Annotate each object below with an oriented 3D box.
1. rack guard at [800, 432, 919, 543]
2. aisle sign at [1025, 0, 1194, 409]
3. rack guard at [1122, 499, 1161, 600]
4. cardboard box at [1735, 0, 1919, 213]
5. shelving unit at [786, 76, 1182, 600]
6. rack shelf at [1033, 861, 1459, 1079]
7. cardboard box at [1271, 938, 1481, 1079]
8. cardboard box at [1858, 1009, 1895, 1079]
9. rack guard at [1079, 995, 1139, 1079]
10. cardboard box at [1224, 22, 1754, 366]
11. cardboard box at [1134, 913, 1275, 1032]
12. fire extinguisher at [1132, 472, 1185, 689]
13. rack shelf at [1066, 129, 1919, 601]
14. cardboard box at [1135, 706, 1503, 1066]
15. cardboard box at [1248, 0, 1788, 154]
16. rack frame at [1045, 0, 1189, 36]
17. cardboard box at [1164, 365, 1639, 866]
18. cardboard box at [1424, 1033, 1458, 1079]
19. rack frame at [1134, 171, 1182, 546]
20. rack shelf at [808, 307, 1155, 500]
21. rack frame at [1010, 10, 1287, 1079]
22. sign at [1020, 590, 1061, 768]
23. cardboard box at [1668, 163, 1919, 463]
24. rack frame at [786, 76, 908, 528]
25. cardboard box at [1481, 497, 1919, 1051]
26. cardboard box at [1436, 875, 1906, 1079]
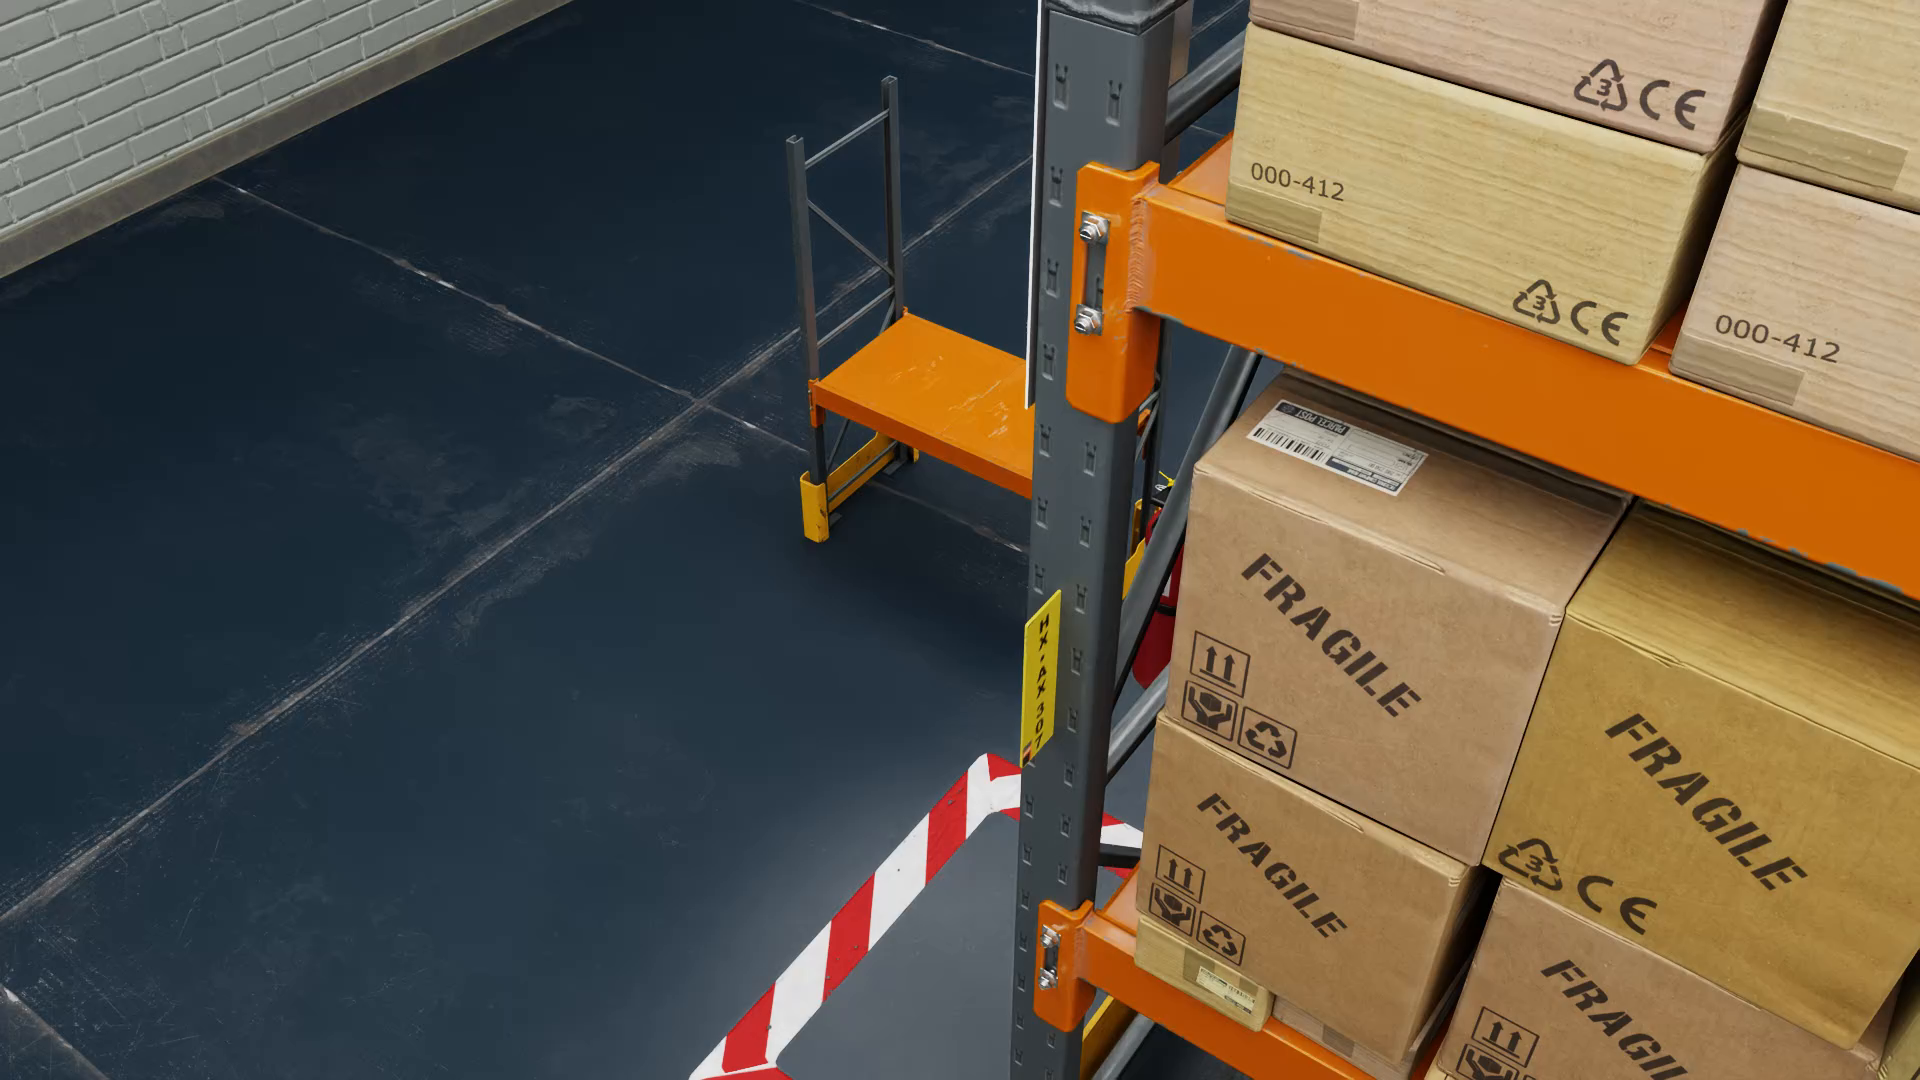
[{"bbox_3d":[-0.345,-0.255,5.847,0.087,0.250,0.587,25,48,25],"label":"rack guard"},{"bbox_3d":[0.206,-0.586,2.206,0.004,0.787,0.394,25,48,25],"label":"aisle sign"},{"bbox_3d":[0.470,0.127,5.421,0.087,0.250,0.587,25,48,25],"label":"rack guard"},{"bbox_3d":[1.077,-0.492,1.538,0.500,0.250,0.500,24,47,25],"label":"cardboard box"},{"bbox_3d":[0.062,-0.530,5.217,1.083,1.500,0.587,25,48,25],"label":"shelving unit"},{"bbox_3d":[2.076,1.281,2.609,4.000,0.370,1.077,25,48,25],"label":"rack shelf"},{"bbox_3d":[0.748,0.719,2.886,0.250,0.149,0.380,27,48,27],"label":"cardboard box"},{"bbox_3d":[1.494,0.807,2.300,0.500,0.500,0.500,26,48,26],"label":"cardboard box"},{"bbox_3d":[0.501,1.208,4.025,0.348,0.500,1.175,25,48,25],"label":"rack guard"},{"bbox_3d":[0.659,-0.503,1.926,0.500,0.250,0.500,27,48,27],"label":"cardboard box"},{"bbox_3d":[0.515,0.644,2.970,0.250,0.149,0.380,25,47,25],"label":"cardboard box"},{"bbox_3d":[0.497,0.066,3.764,0.183,0.674,0.296,25,48,25],"label":"fire extinguisher"},{"bbox_3d":[2.076,0.163,1.608,4.000,0.370,1.077,25,48,25],"label":"rack shelf"},{"bbox_3d":[0.647,0.422,2.731,0.500,0.500,0.500,27,49,27],"label":"cardboard box"},{"bbox_3d":[0.657,-0.687,1.757,0.500,0.250,0.500,26,48,26],"label":"cardboard box"},{"bbox_3d":[0.438,-1.989,1.224,0.127,3.000,1.000,25,48,25],"label":"rack frame"},{"bbox_3d":[0.654,0.043,2.404,0.500,0.500,0.500,25,47,25],"label":"cardboard box"},{"bbox_3d":[0.937,0.851,2.738,0.250,0.149,0.380,24,47,24],"label":"cardboard box"},{"bbox_3d":[0.486,-0.332,4.996,0.032,1.500,0.500,25,48,25],"label":"rack frame"},{"bbox_3d":[0.070,-0.392,5.333,1.000,0.185,0.538,25,48,25],"label":"rack shelf"},{"bbox_3d":[0.438,0.247,3.224,0.127,3.000,1.000,25,48,25],"label":"rack frame"},{"bbox_3d":[0.127,0.221,2.605,0.005,0.325,0.100,25,48,25],"label":"sign"},{"bbox_3d":[1.088,-0.299,1.698,0.500,0.250,0.500,27,48,27],"label":"cardboard box"},{"bbox_3d":[-0.346,-0.721,5.431,0.032,1.500,0.500,25,48,25],"label":"rack frame"},{"bbox_3d":[1.070,0.233,2.192,0.500,0.500,0.500,26,48,26],"label":"cardboard box"},{"bbox_3d":[1.100,0.613,2.518,0.500,0.500,0.500,25,48,25],"label":"cardboard box"}]
